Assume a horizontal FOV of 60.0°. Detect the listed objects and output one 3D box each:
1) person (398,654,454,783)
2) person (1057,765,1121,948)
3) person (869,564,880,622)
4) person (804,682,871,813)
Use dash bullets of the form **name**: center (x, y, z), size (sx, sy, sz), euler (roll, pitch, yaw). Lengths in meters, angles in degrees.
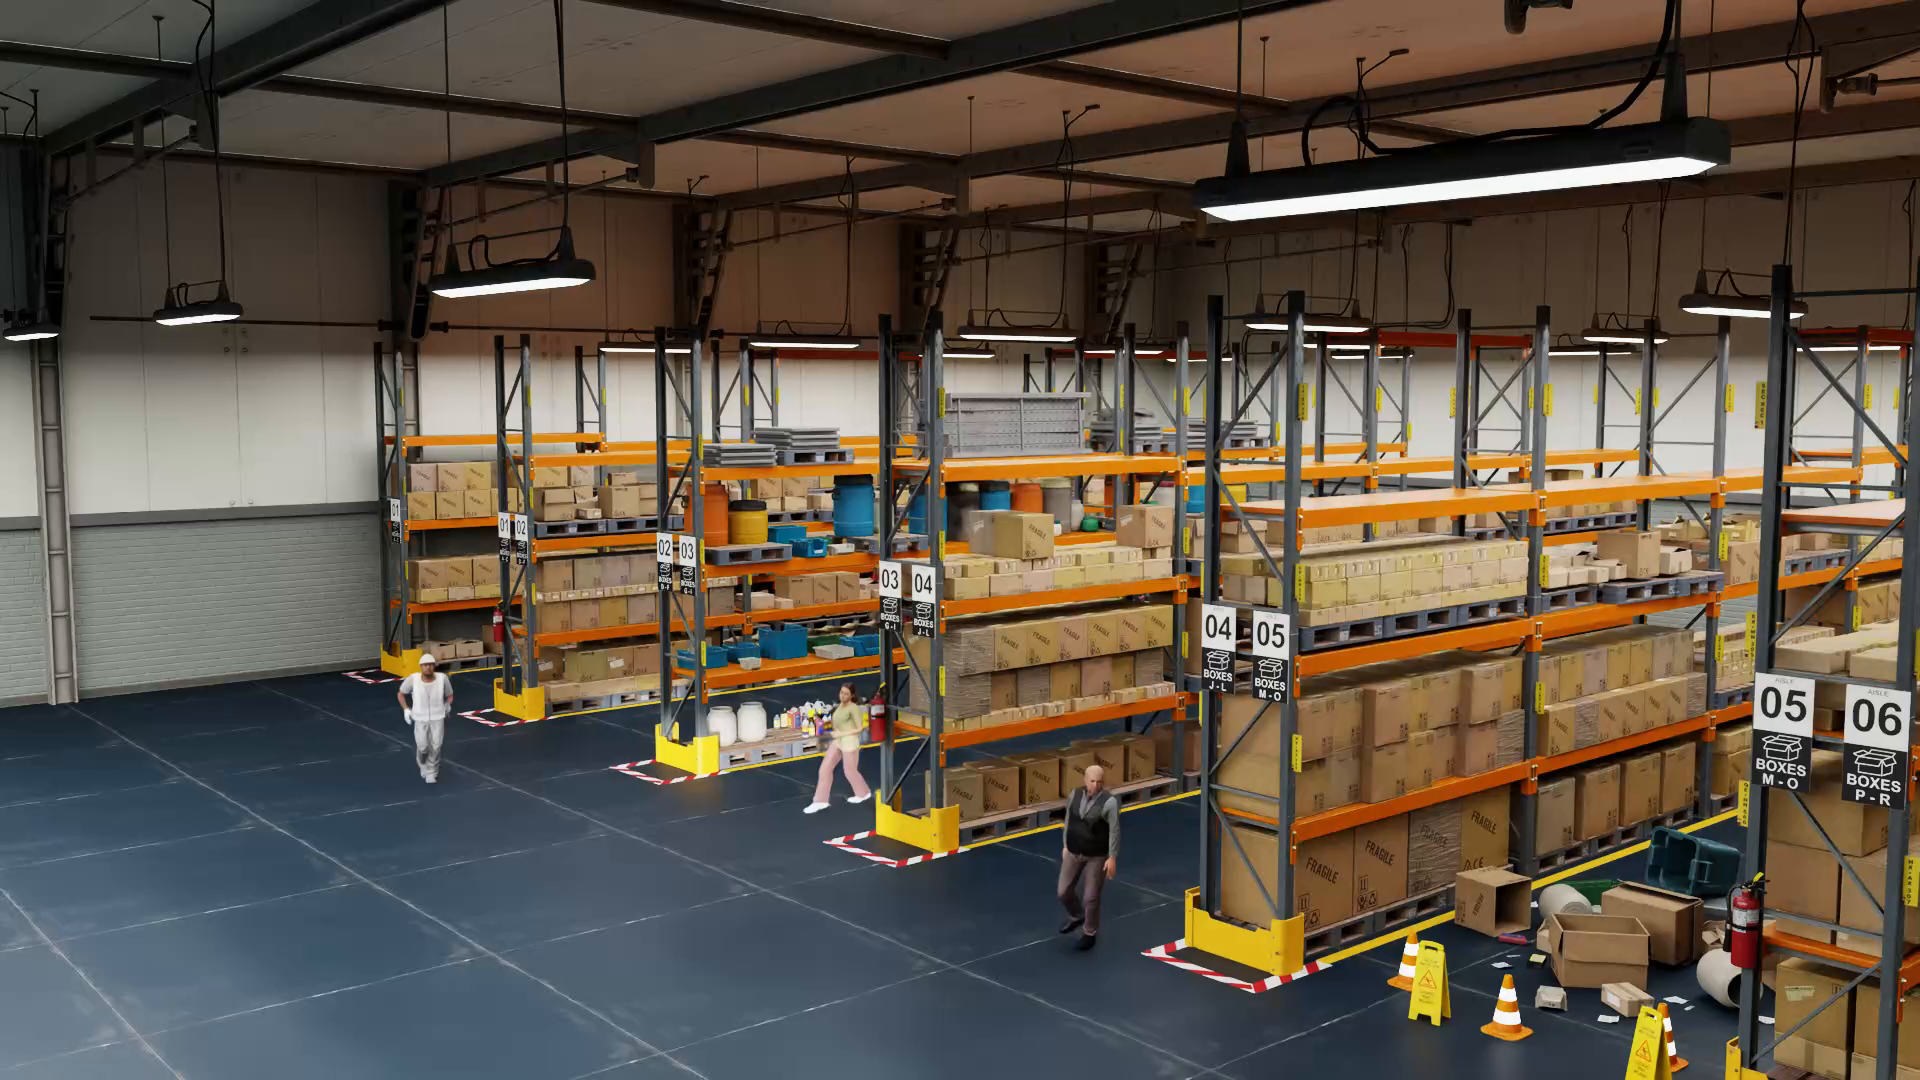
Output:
- **person**: center (-6.932, 2.335, 21.624), size (0.688, 1.723, 0.673), euler (-2, 6, -21)
- **person**: center (1.182, 2.901, 15.355), size (0.663, 1.709, 0.456), euler (3, 6, 28)
- **person**: center (-1.618, 1.288, 33.638), size (0.660, 1.651, 0.728), euler (3, 6, 32)
- **person**: center (-1.365, 2.509, 20.223), size (0.858, 1.638, 0.705), euler (-4, 7, -41)
